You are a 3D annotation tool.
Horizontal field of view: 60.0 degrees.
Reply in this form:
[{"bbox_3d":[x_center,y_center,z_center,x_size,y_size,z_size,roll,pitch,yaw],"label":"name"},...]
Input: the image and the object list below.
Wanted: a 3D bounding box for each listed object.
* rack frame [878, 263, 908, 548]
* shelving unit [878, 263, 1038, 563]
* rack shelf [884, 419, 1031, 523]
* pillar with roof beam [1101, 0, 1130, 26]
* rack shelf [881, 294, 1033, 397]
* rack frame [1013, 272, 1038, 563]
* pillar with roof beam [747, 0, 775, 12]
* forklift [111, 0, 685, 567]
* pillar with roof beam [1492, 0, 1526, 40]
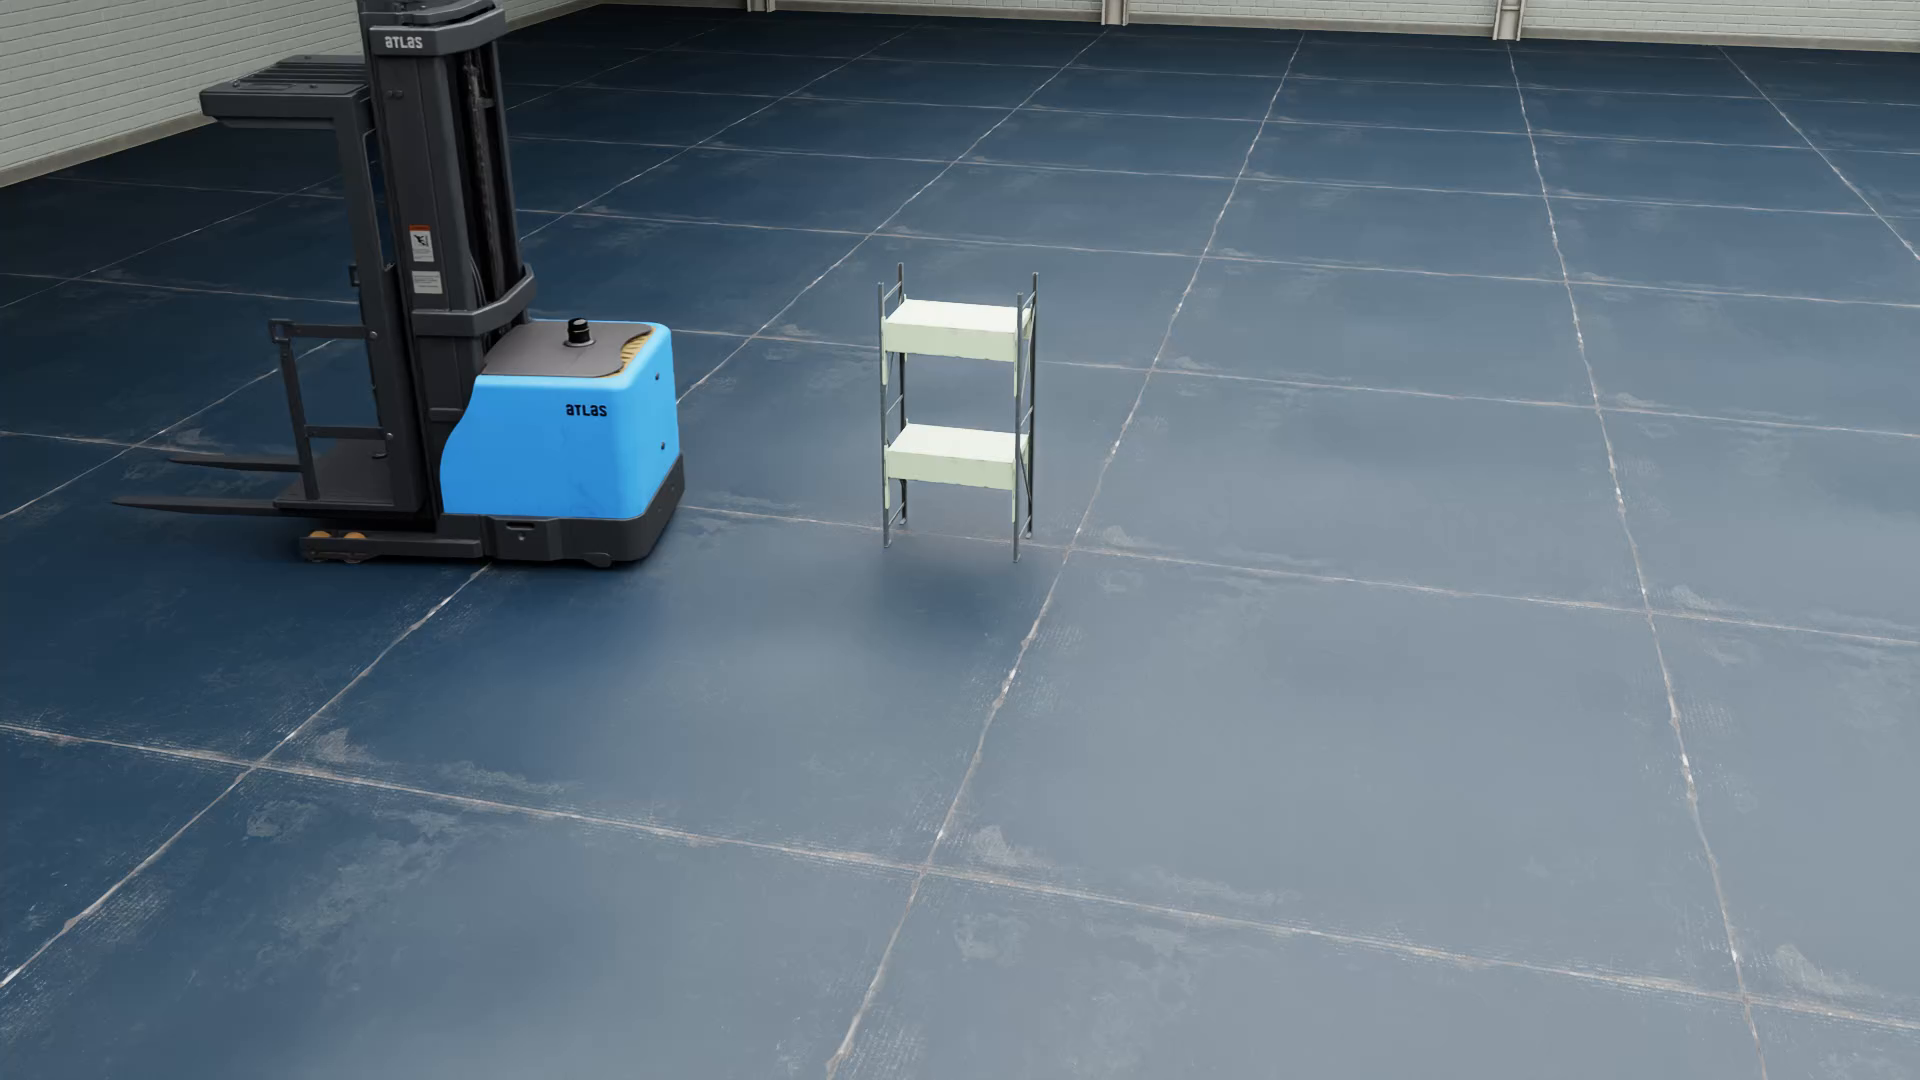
[{"bbox_3d":[-0.361,-0.717,9.011,0.023,1.500,0.400,6,26,13],"label":"rack frame"},{"bbox_3d":[-0.006,-0.678,8.929,0.755,1.500,0.431,6,26,13],"label":"shelving unit"},{"bbox_3d":[-0.006,-0.384,9.069,0.720,0.370,0.431,6,26,13],"label":"rack shelf"},{"bbox_3d":[1.405,-10.529,20.896,0.400,9.000,9.100,6,26,13],"label":"pillar with roof beam"},{"bbox_3d":[-0.006,-1.030,8.761,0.720,0.370,0.431,6,26,13],"label":"rack shelf"},{"bbox_3d":[0.348,-0.639,8.847,0.023,1.500,0.400,6,26,13],"label":"rack frame"},{"bbox_3d":[-4.406,-11.171,22.246,0.400,9.000,9.100,6,26,13],"label":"pillar with roof beam"},{"bbox_3d":[-3.147,-1.420,8.823,3.031,2.935,1.130,2,26,4],"label":"forklift"},{"bbox_3d":[7.216,-9.886,19.547,0.400,9.000,9.100,6,26,13],"label":"pillar with roof beam"}]
